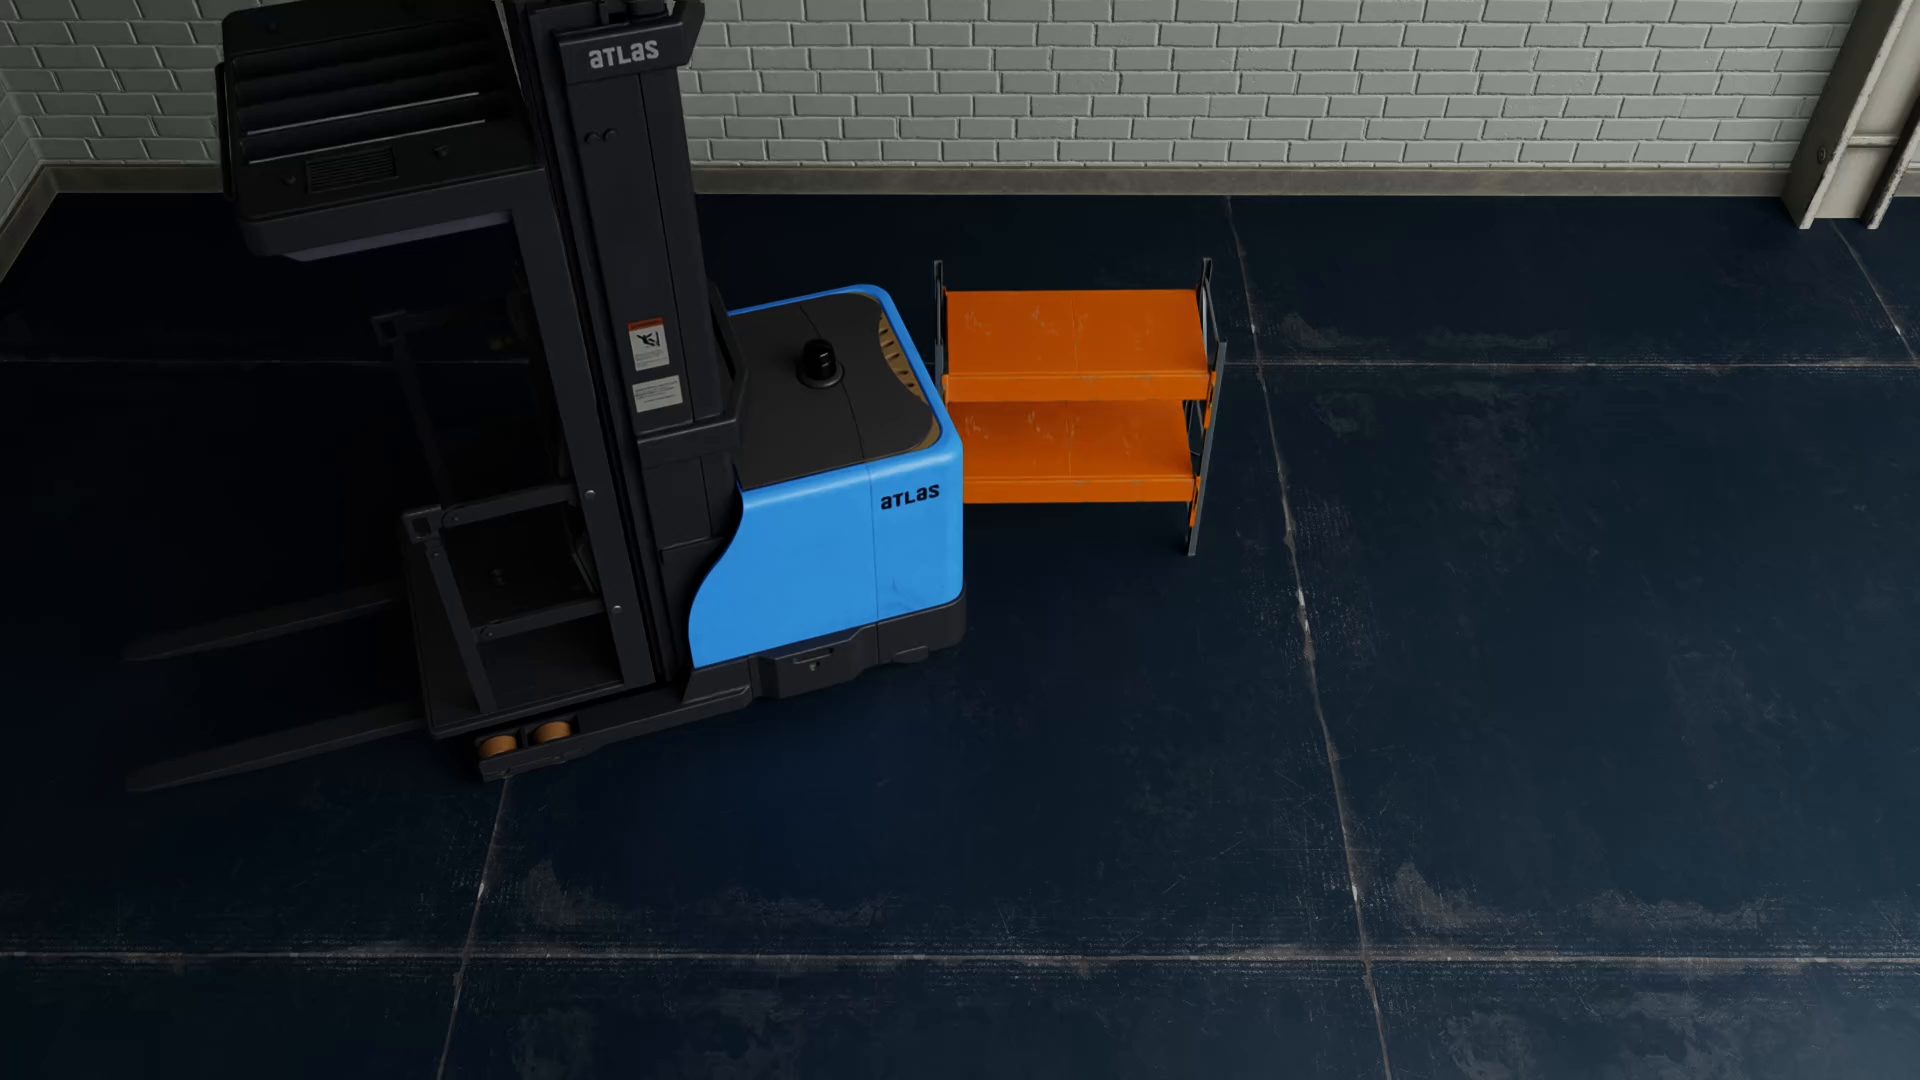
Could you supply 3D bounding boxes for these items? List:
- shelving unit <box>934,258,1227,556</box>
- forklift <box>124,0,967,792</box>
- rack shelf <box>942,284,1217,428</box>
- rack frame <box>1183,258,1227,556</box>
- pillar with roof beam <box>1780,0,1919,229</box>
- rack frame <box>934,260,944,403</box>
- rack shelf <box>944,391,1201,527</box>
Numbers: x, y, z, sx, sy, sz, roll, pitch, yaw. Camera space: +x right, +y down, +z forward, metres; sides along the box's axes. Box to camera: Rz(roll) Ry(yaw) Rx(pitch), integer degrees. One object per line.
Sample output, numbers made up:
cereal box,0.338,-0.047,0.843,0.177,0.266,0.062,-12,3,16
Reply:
shelving unit,0.429,-0.497,6.525,1.048,1.125,0.538,-1,47,-1
forklift,-1.550,-0.572,5.360,3.031,2.935,1.130,-14,49,-13
rack shelf,0.429,-0.696,6.310,1.000,0.278,0.538,-1,47,-1
rack frame,0.938,-0.502,6.529,0.032,1.125,0.500,-1,47,-1
pillar with roof beam,4.355,-1.576,2.150,0.400,9.000,9.100,0,47,0
rack frame,-0.079,-0.491,6.520,0.032,1.125,0.500,-1,47,-1
rack shelf,0.429,-0.330,6.704,1.000,0.278,0.538,-1,47,-1
